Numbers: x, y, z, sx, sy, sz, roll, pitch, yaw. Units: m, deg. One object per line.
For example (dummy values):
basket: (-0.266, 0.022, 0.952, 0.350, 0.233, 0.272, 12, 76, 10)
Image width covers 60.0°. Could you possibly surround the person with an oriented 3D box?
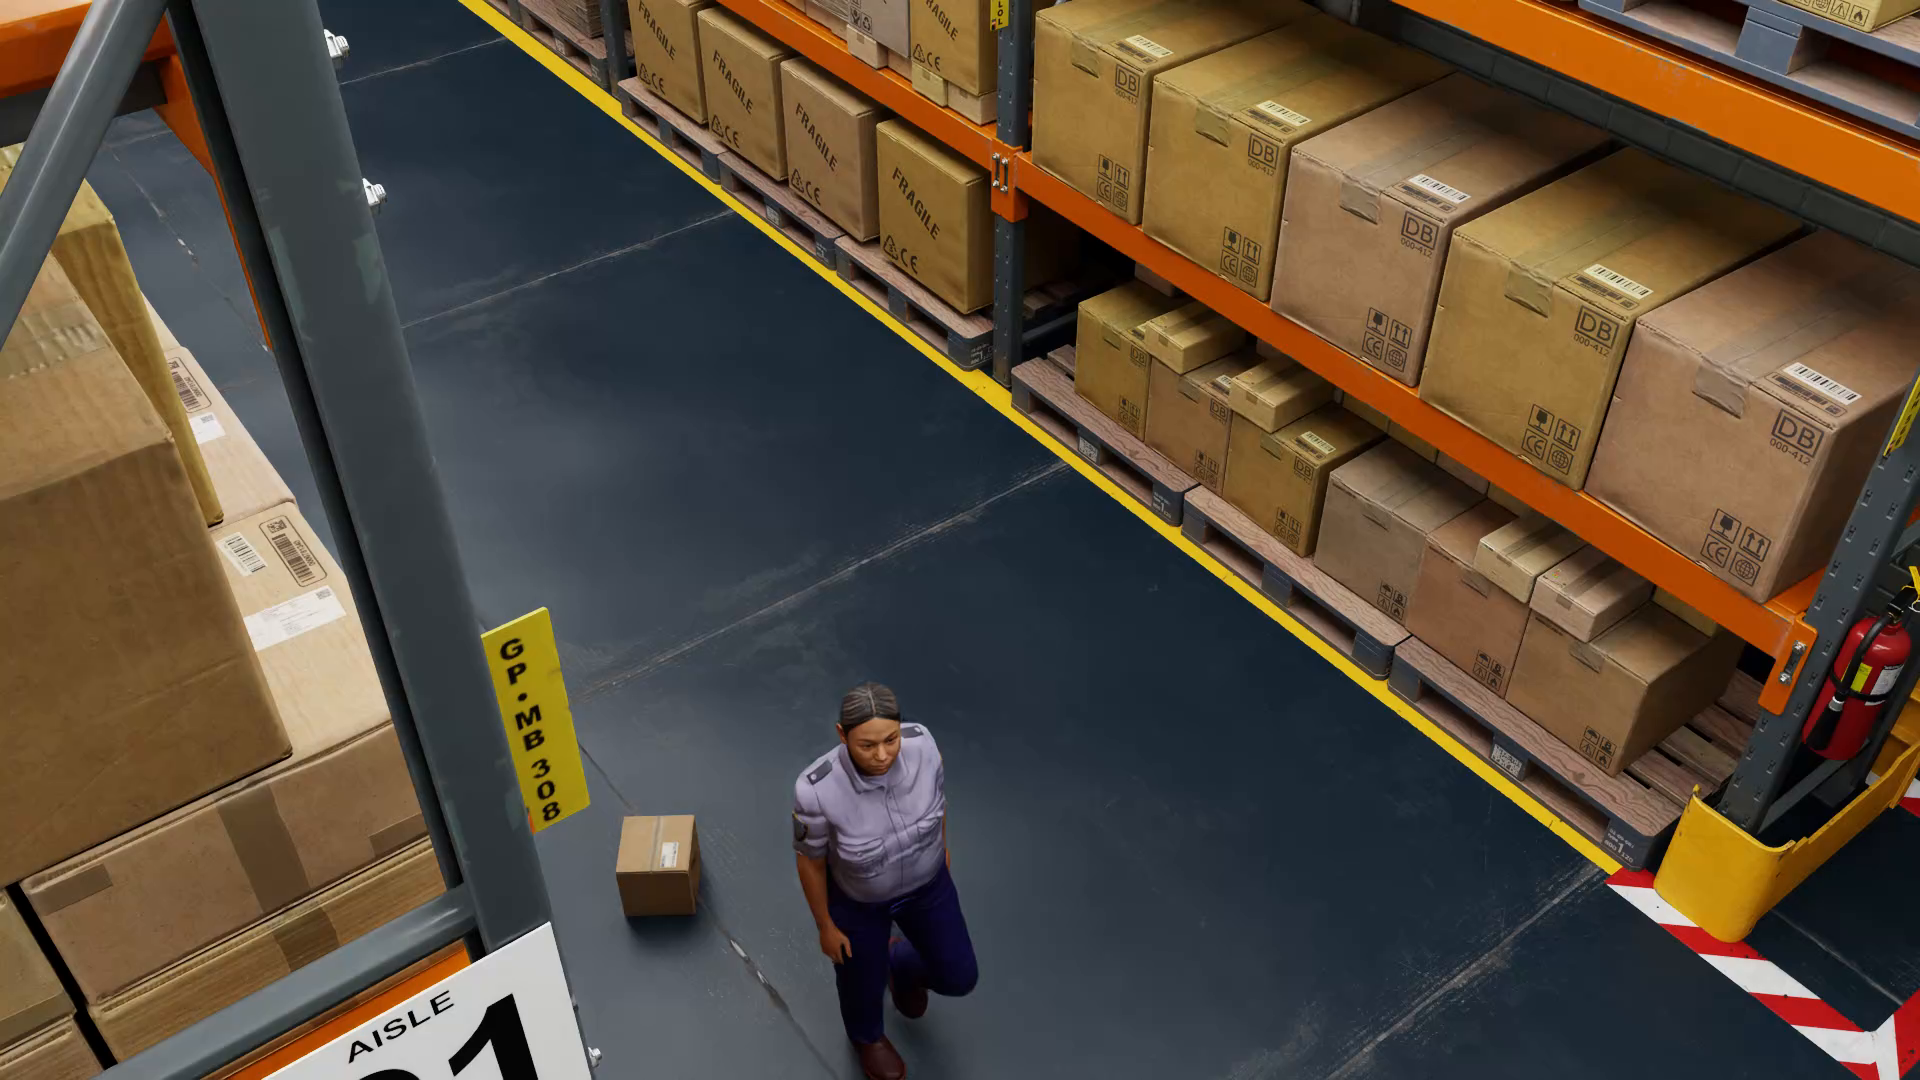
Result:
person: (-0.222, 1.040, 4.913, 0.510, 1.648, 0.458, -19, 44, -21)
